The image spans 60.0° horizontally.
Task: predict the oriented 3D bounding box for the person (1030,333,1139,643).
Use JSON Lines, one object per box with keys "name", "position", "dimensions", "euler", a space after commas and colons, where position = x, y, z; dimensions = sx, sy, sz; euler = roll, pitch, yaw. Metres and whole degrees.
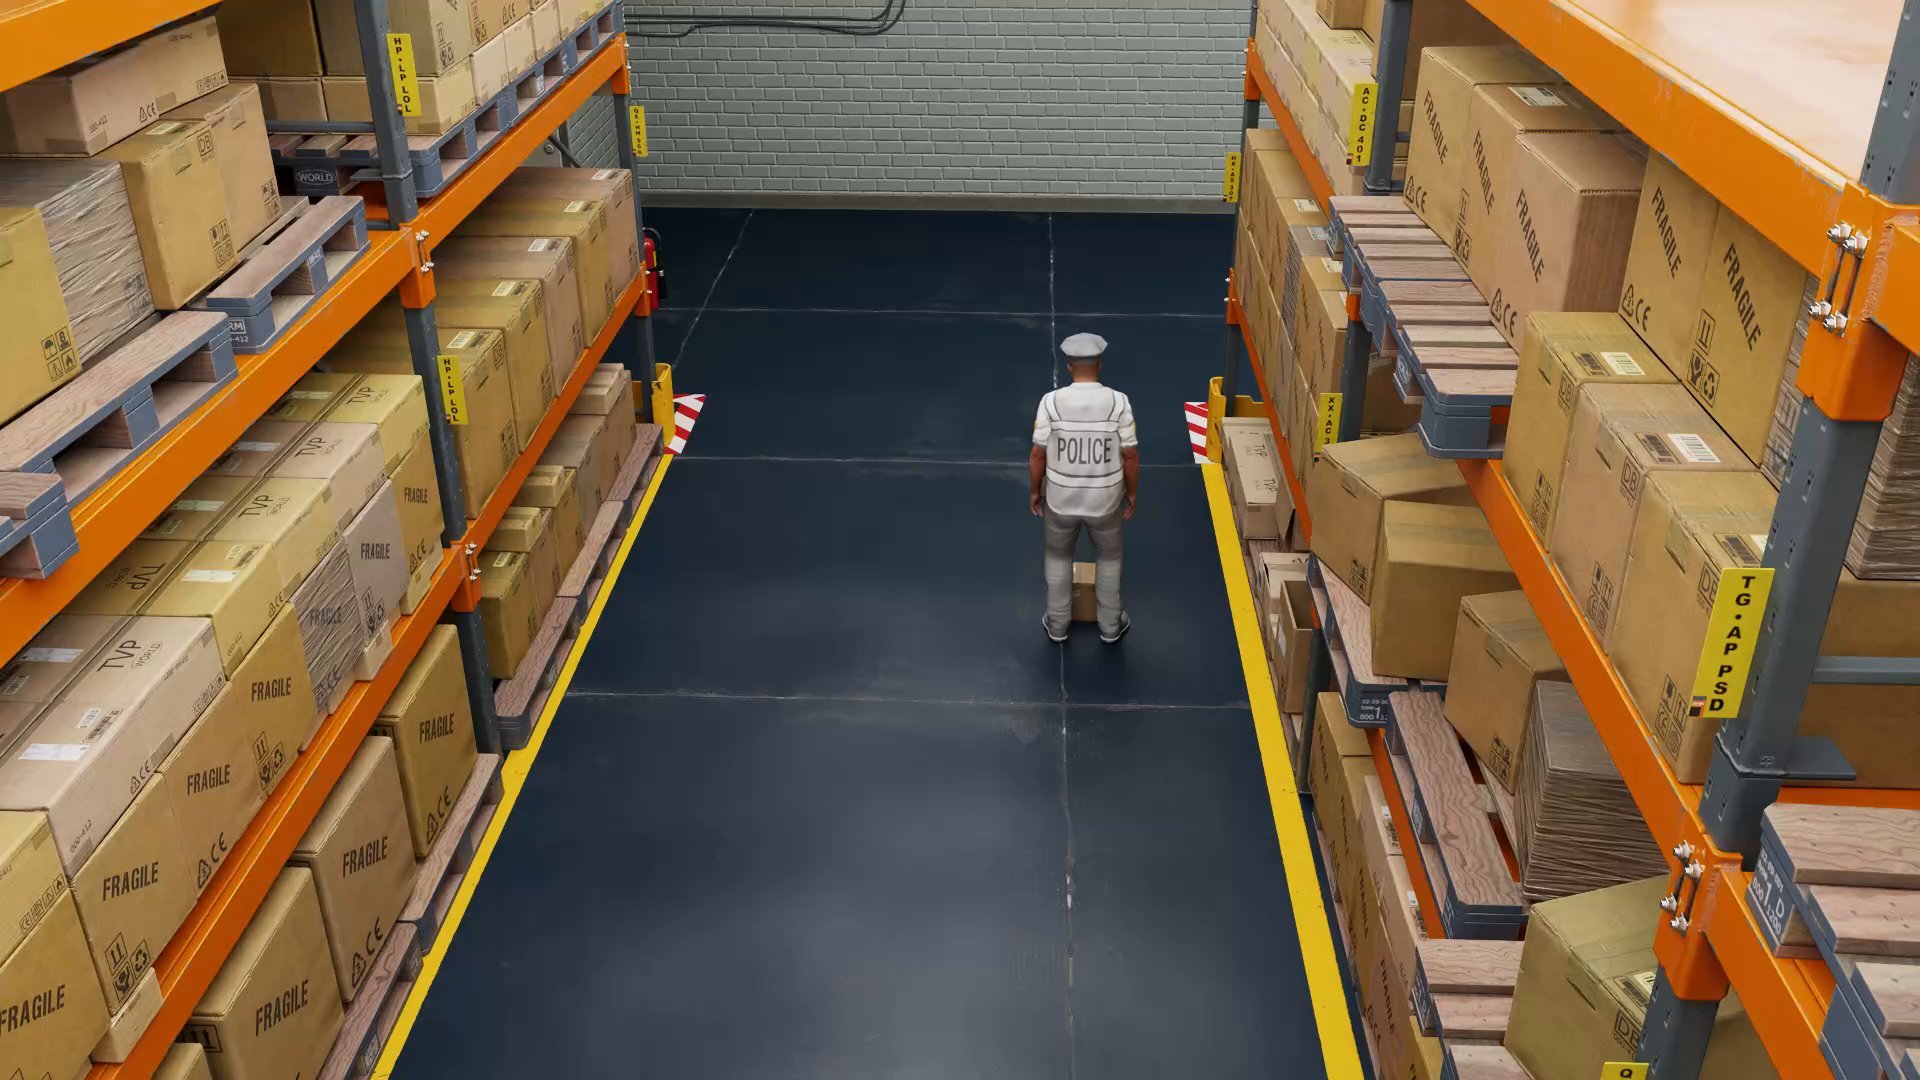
{"name": "person", "position": [0.673, -0.239, 9.066], "dimensions": [0.590, 1.748, 0.435], "euler": [2, 28, 4]}
